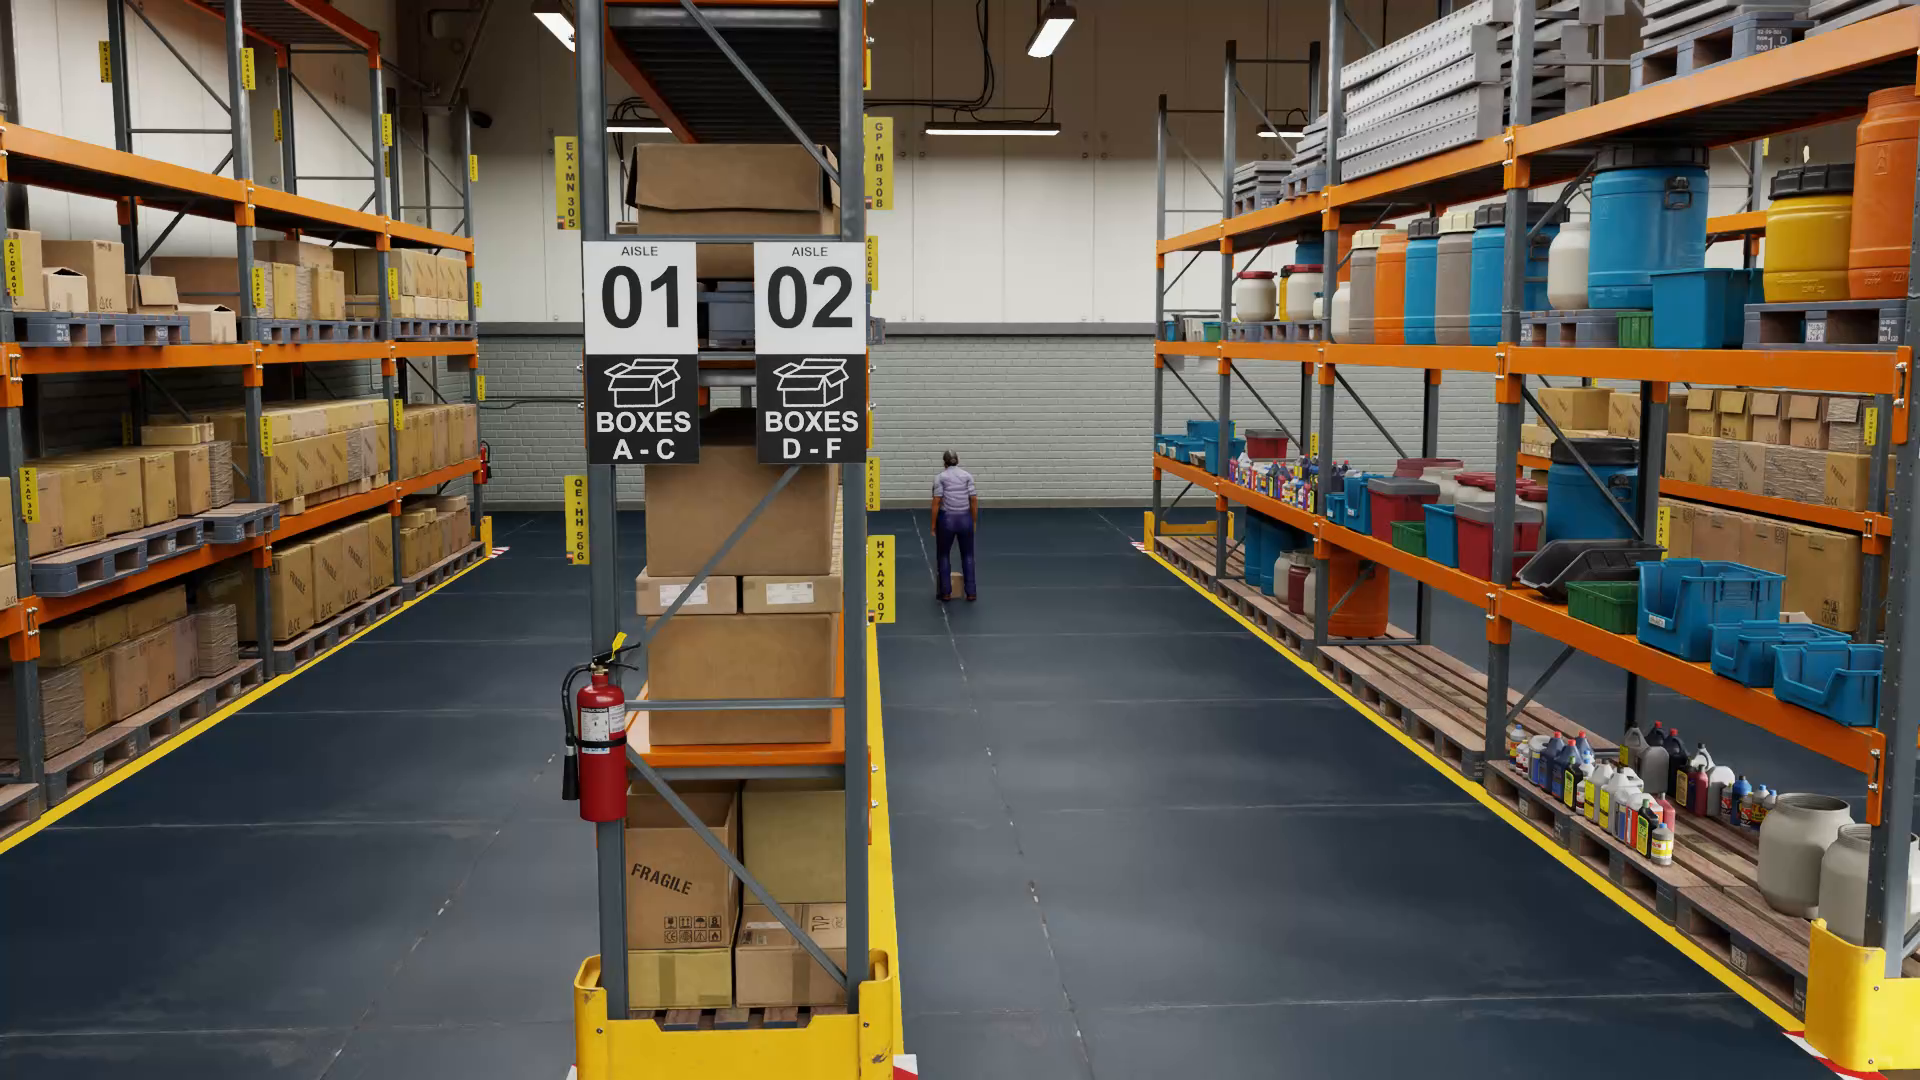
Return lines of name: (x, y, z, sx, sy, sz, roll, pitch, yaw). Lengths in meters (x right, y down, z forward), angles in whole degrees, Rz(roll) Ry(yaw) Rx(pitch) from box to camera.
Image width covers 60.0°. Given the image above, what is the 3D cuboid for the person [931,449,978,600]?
person: (-0.061, -0.158, 18.142, 0.554, 1.636, 0.425, -2, 7, -14)
